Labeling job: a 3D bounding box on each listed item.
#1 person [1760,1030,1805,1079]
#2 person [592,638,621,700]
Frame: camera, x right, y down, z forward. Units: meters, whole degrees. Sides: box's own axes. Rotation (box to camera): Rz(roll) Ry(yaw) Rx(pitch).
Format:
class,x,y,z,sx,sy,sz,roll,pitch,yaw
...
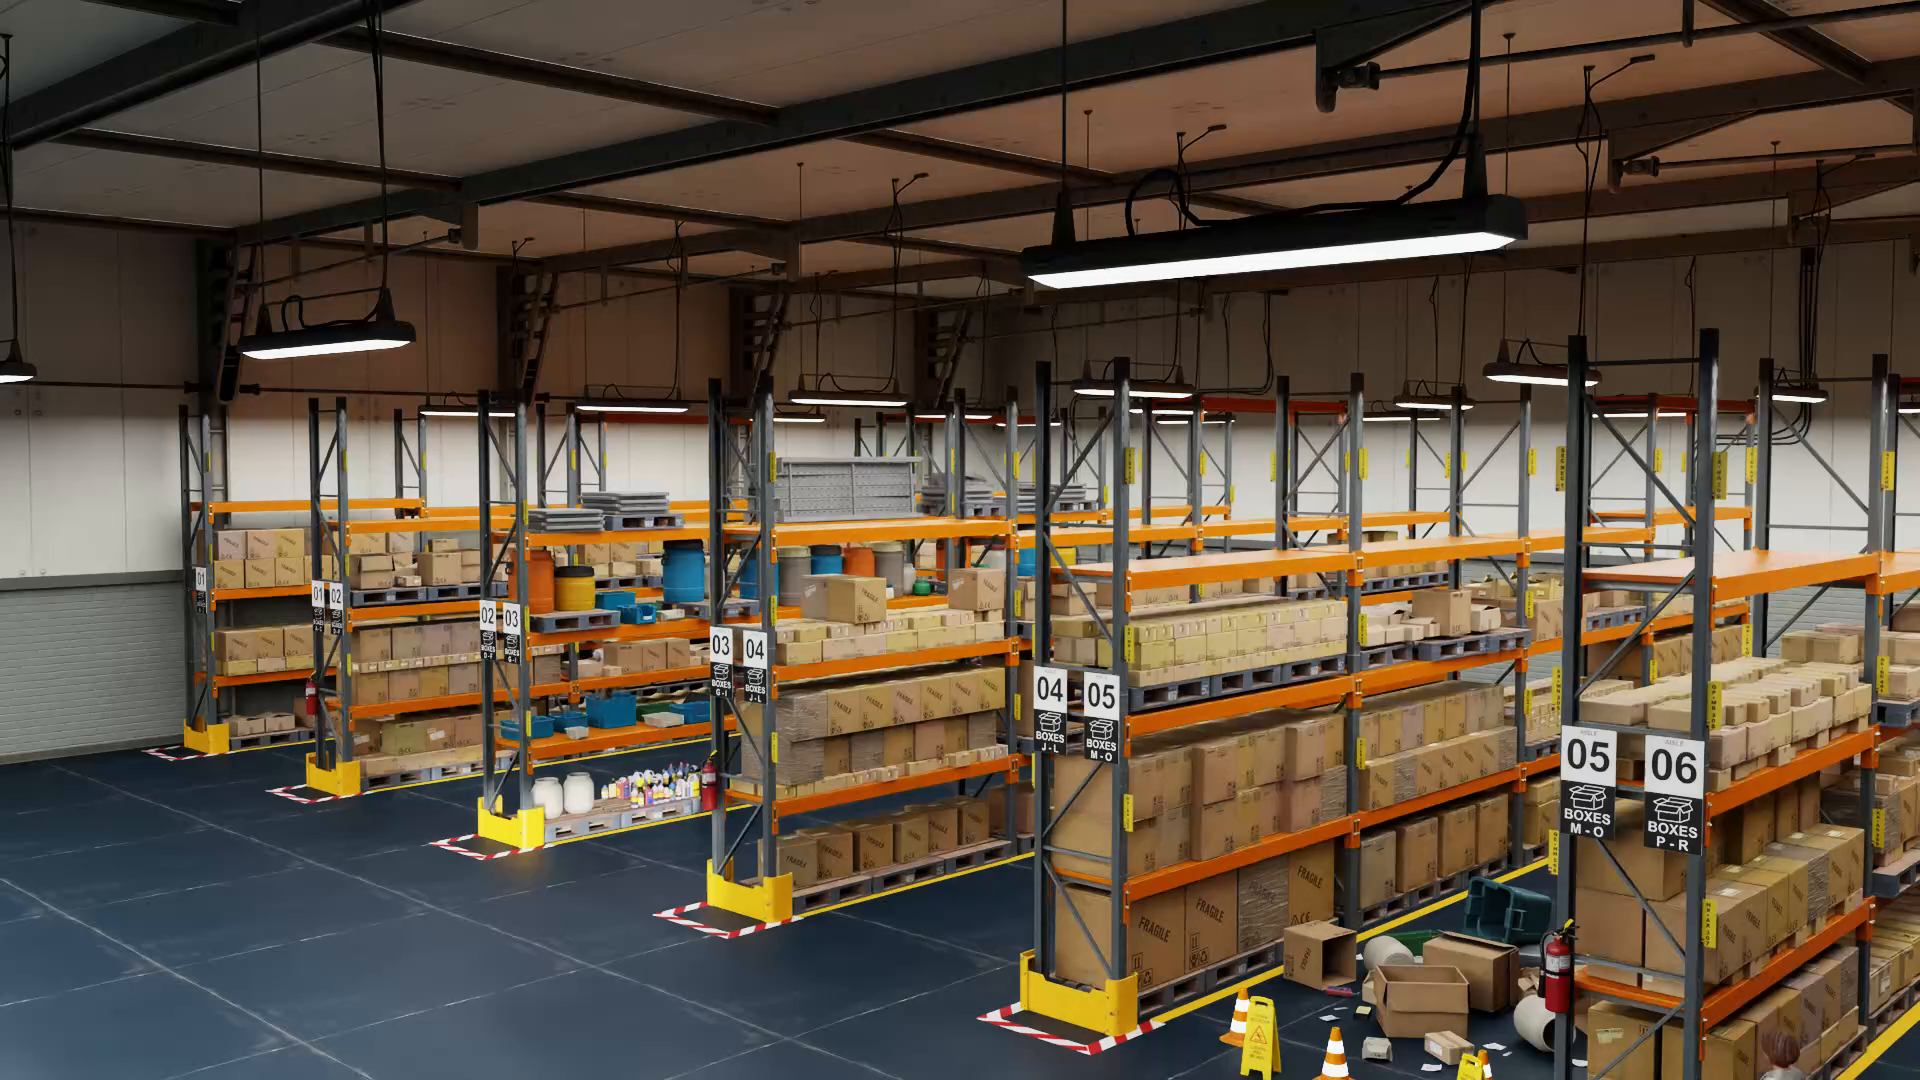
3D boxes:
class,x,y,z,sx,sy,sz,roll,pitch,yaw
person,5.128,3.821,10.286,0.701,1.581,0.405,1,3,12
person,-6.571,2.636,30.926,0.427,1.798,0.575,3,4,45
